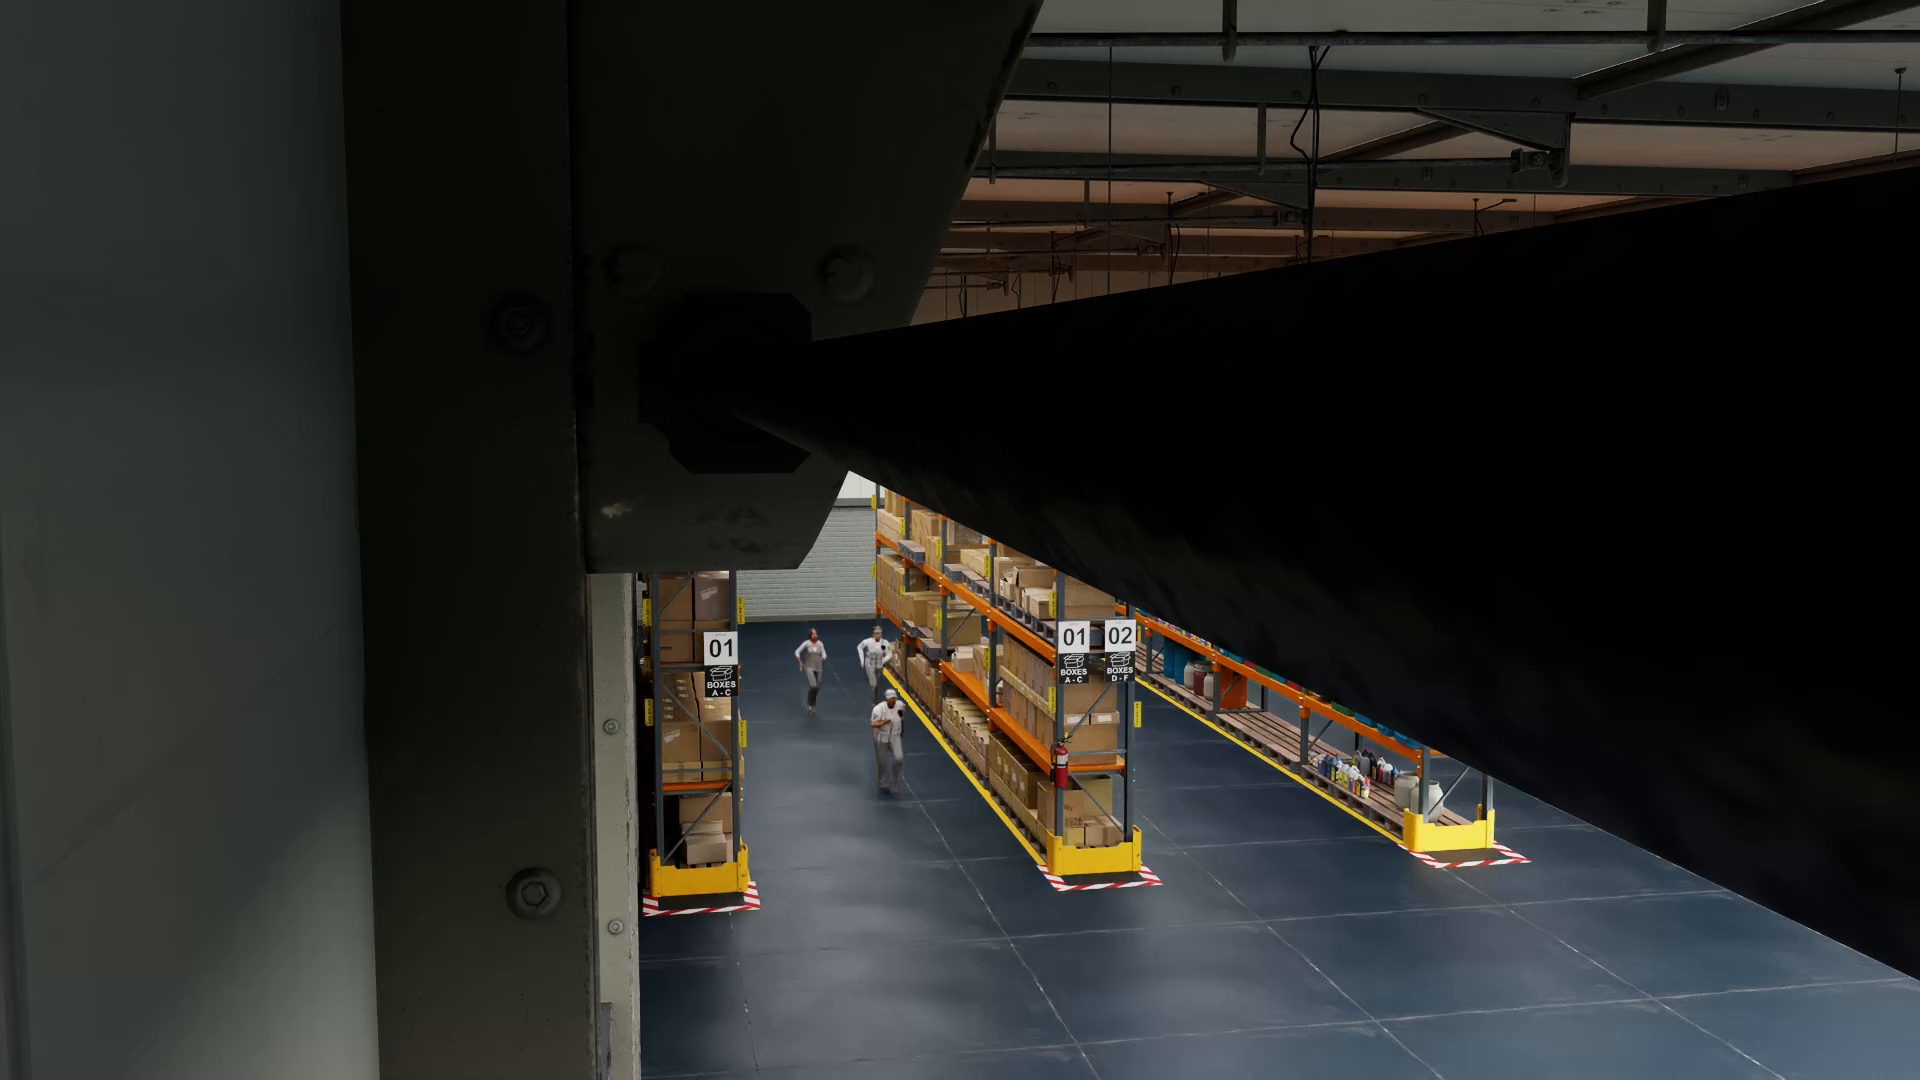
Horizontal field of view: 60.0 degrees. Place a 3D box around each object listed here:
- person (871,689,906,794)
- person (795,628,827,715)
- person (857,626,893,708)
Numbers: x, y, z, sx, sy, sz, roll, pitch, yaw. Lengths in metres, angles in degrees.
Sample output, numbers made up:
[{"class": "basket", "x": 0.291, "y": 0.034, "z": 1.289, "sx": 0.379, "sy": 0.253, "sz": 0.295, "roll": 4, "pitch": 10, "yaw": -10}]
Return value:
[{"class": "person", "x": -1.065, "y": 2.977, "z": 24.776, "sx": 0.585, "sy": 1.609, "sz": 0.868, "roll": -1, "pitch": 6, "yaw": -13}, {"class": "person", "x": -2.692, "y": 2.409, "z": 30.454, "sx": 0.506, "sy": 1.592, "sz": 0.662, "roll": -3, "pitch": 7, "yaw": -28}, {"class": "person", "x": -1.571, "y": 2.378, "z": 30.606, "sx": 0.609, "sy": 1.673, "sz": 0.884, "roll": -1, "pitch": 6, "yaw": -14}]
